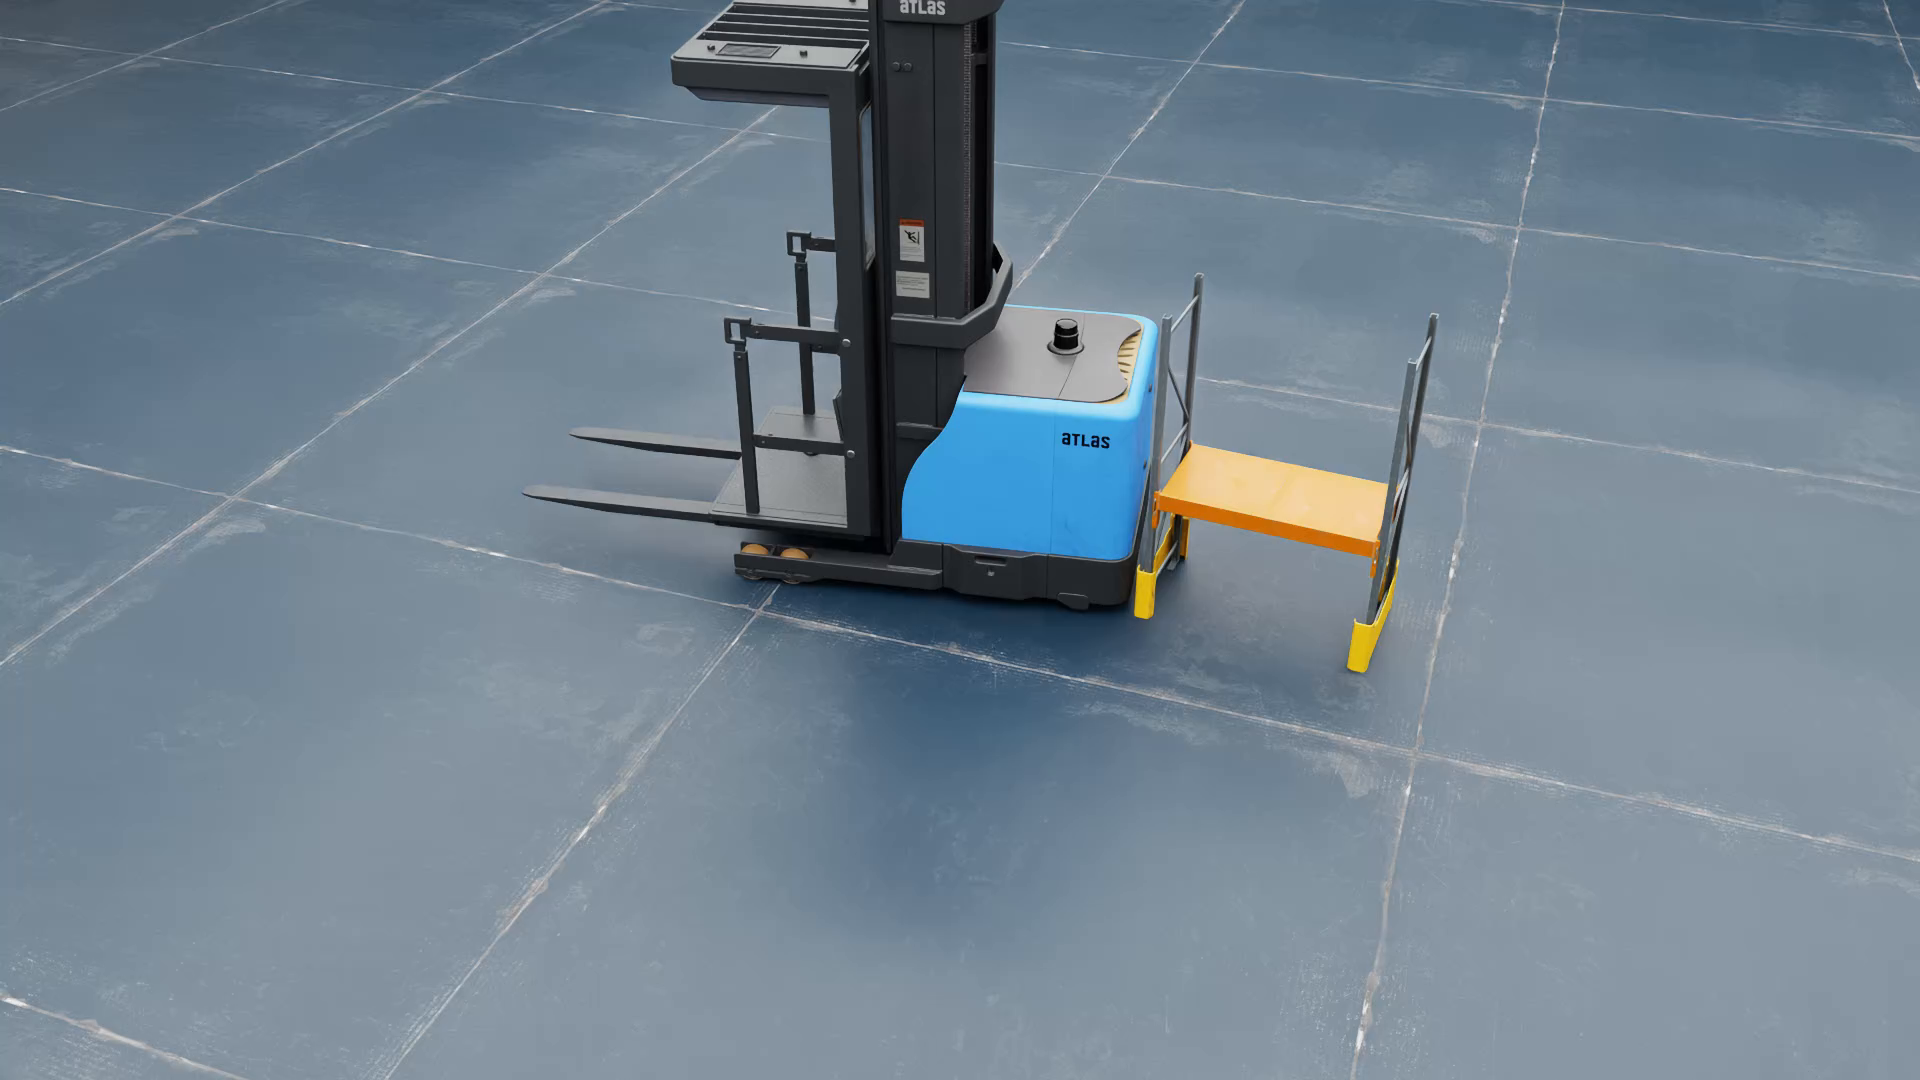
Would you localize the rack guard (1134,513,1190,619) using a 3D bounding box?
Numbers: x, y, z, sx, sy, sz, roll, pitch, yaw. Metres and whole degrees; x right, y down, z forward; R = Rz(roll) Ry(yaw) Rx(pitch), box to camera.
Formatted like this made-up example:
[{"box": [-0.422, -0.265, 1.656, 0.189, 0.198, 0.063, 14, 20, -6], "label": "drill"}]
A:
[{"box": [0.957, 0.110, 7.849, 0.087, 0.250, 0.587, 14, 35, 20], "label": "rack guard"}]

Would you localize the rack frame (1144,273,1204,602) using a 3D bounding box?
[{"box": [0.956, -0.415, 7.510, 0.032, 1.500, 0.500, 14, 35, 20], "label": "rack frame"}]

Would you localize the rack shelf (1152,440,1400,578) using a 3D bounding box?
[{"box": [1.421, -0.153, 7.435, 1.000, 0.185, 0.538, 14, 35, 20], "label": "rack shelf"}]

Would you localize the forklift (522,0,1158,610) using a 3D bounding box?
[{"box": [-0.615, -1.296, 7.556, 3.031, 2.935, 1.130, 6, 33, 9], "label": "forklift"}]

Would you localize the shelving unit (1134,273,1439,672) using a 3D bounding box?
[{"box": [1.412, -0.306, 7.341, 1.083, 1.500, 0.587, 14, 35, 20], "label": "shelving unit"}]

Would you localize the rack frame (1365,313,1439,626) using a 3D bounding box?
[{"box": [1.886, -0.192, 7.165, 0.032, 1.500, 0.500, 14, 35, 20], "label": "rack frame"}]

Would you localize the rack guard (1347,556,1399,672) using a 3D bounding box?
[{"box": [1.868, 0.329, 7.510, 0.087, 0.250, 0.587, 14, 35, 20], "label": "rack guard"}]
